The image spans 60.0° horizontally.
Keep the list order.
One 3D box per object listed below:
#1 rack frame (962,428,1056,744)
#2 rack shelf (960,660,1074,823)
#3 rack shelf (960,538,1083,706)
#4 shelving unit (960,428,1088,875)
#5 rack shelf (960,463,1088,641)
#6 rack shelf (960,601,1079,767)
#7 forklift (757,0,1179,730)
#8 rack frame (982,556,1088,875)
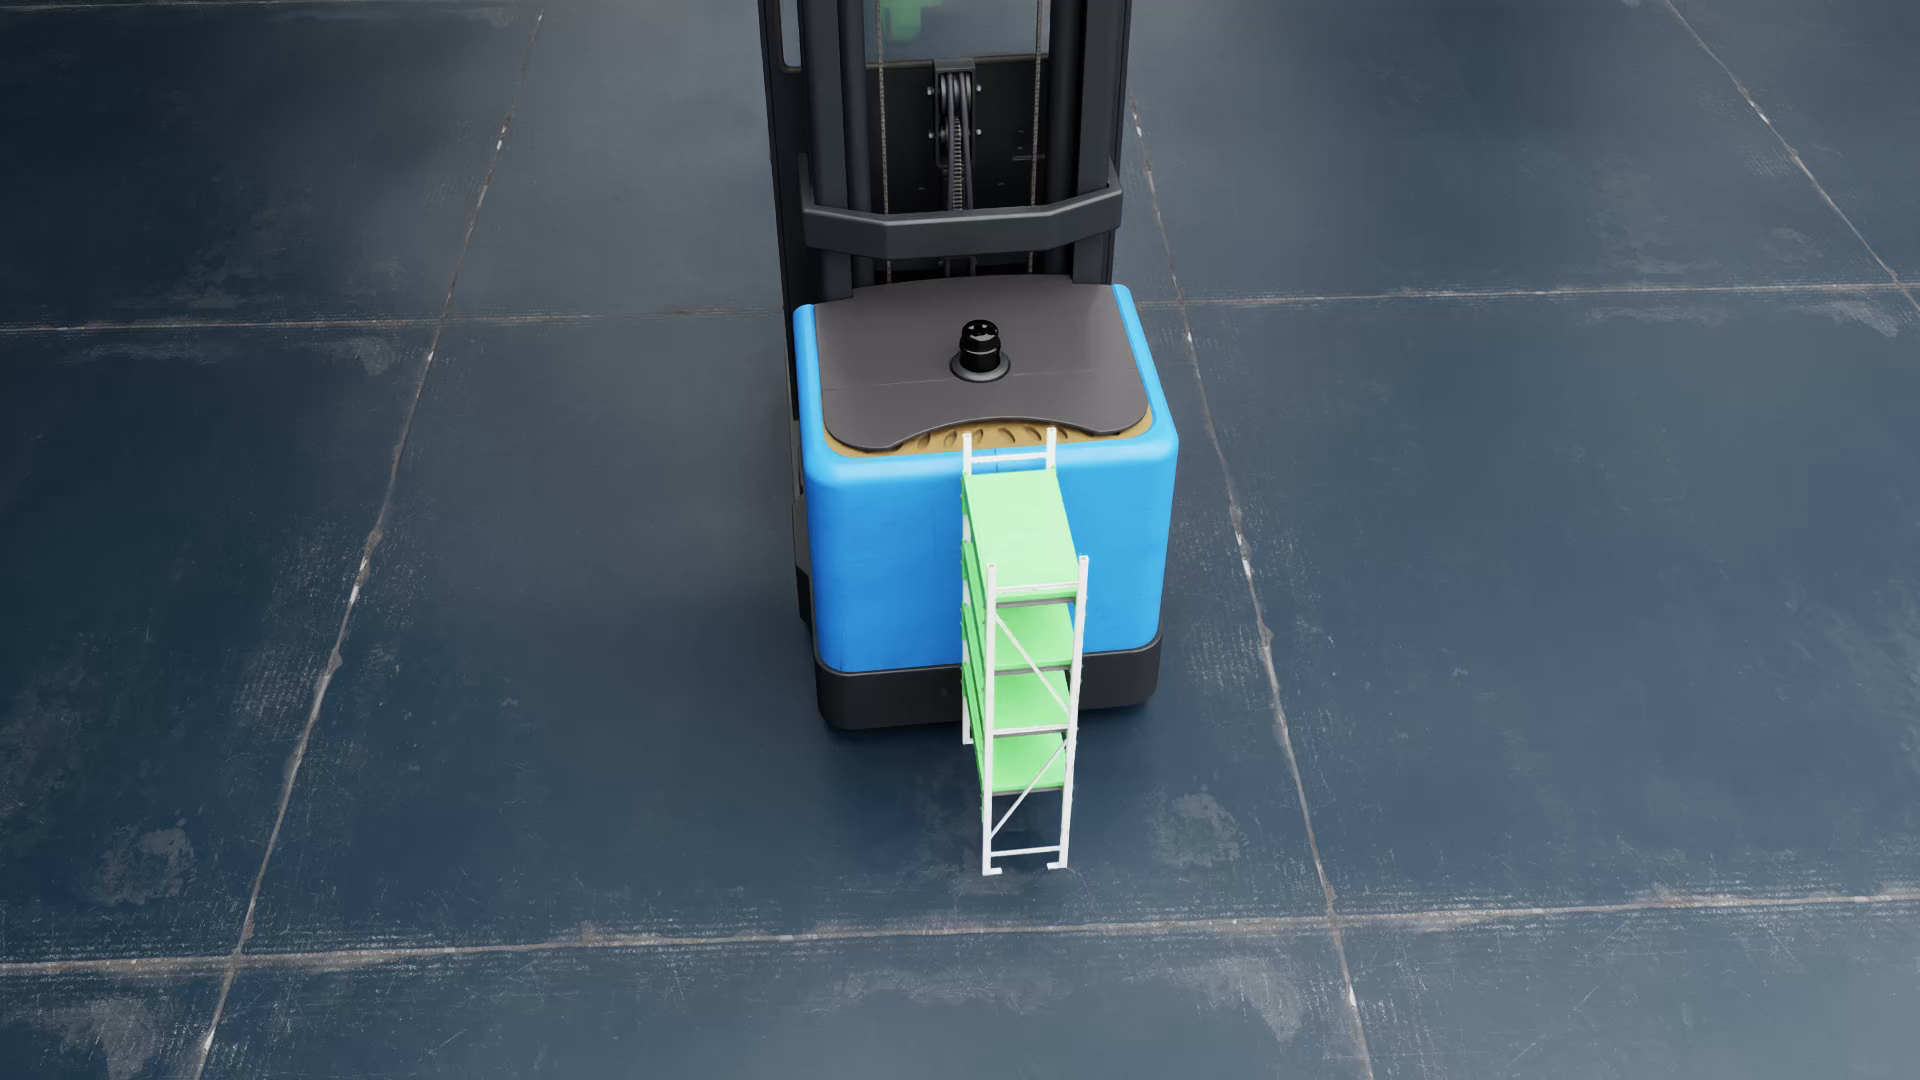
[{"bbox_3d":[0.127,0.166,4.681,0.240,1.200,0.015,-4,43,-5],"label":"rack frame"},{"bbox_3d":[0.155,0.554,4.707,0.258,0.148,0.480,-4,43,-5],"label":"rack shelf"},{"bbox_3d":[0.155,0.200,4.383,0.258,0.148,0.480,-4,43,-5],"label":"rack shelf"},{"bbox_3d":[0.155,0.330,4.502,0.258,1.200,0.503,-4,43,-5],"label":"shelving unit"},{"bbox_3d":[0.155,0.023,4.221,0.258,0.148,0.480,-4,43,-5],"label":"rack shelf"},{"bbox_3d":[0.155,0.377,4.545,0.258,0.148,0.480,-4,43,-5],"label":"rack shelf"},{"bbox_3d":[-0.072,-1.504,5.221,1.130,2.935,3.031,-4,43,-5],"label":"forklift"},{"bbox_3d":[0.183,0.494,4.323,0.240,1.200,0.015,-4,43,-5],"label":"rack frame"}]
